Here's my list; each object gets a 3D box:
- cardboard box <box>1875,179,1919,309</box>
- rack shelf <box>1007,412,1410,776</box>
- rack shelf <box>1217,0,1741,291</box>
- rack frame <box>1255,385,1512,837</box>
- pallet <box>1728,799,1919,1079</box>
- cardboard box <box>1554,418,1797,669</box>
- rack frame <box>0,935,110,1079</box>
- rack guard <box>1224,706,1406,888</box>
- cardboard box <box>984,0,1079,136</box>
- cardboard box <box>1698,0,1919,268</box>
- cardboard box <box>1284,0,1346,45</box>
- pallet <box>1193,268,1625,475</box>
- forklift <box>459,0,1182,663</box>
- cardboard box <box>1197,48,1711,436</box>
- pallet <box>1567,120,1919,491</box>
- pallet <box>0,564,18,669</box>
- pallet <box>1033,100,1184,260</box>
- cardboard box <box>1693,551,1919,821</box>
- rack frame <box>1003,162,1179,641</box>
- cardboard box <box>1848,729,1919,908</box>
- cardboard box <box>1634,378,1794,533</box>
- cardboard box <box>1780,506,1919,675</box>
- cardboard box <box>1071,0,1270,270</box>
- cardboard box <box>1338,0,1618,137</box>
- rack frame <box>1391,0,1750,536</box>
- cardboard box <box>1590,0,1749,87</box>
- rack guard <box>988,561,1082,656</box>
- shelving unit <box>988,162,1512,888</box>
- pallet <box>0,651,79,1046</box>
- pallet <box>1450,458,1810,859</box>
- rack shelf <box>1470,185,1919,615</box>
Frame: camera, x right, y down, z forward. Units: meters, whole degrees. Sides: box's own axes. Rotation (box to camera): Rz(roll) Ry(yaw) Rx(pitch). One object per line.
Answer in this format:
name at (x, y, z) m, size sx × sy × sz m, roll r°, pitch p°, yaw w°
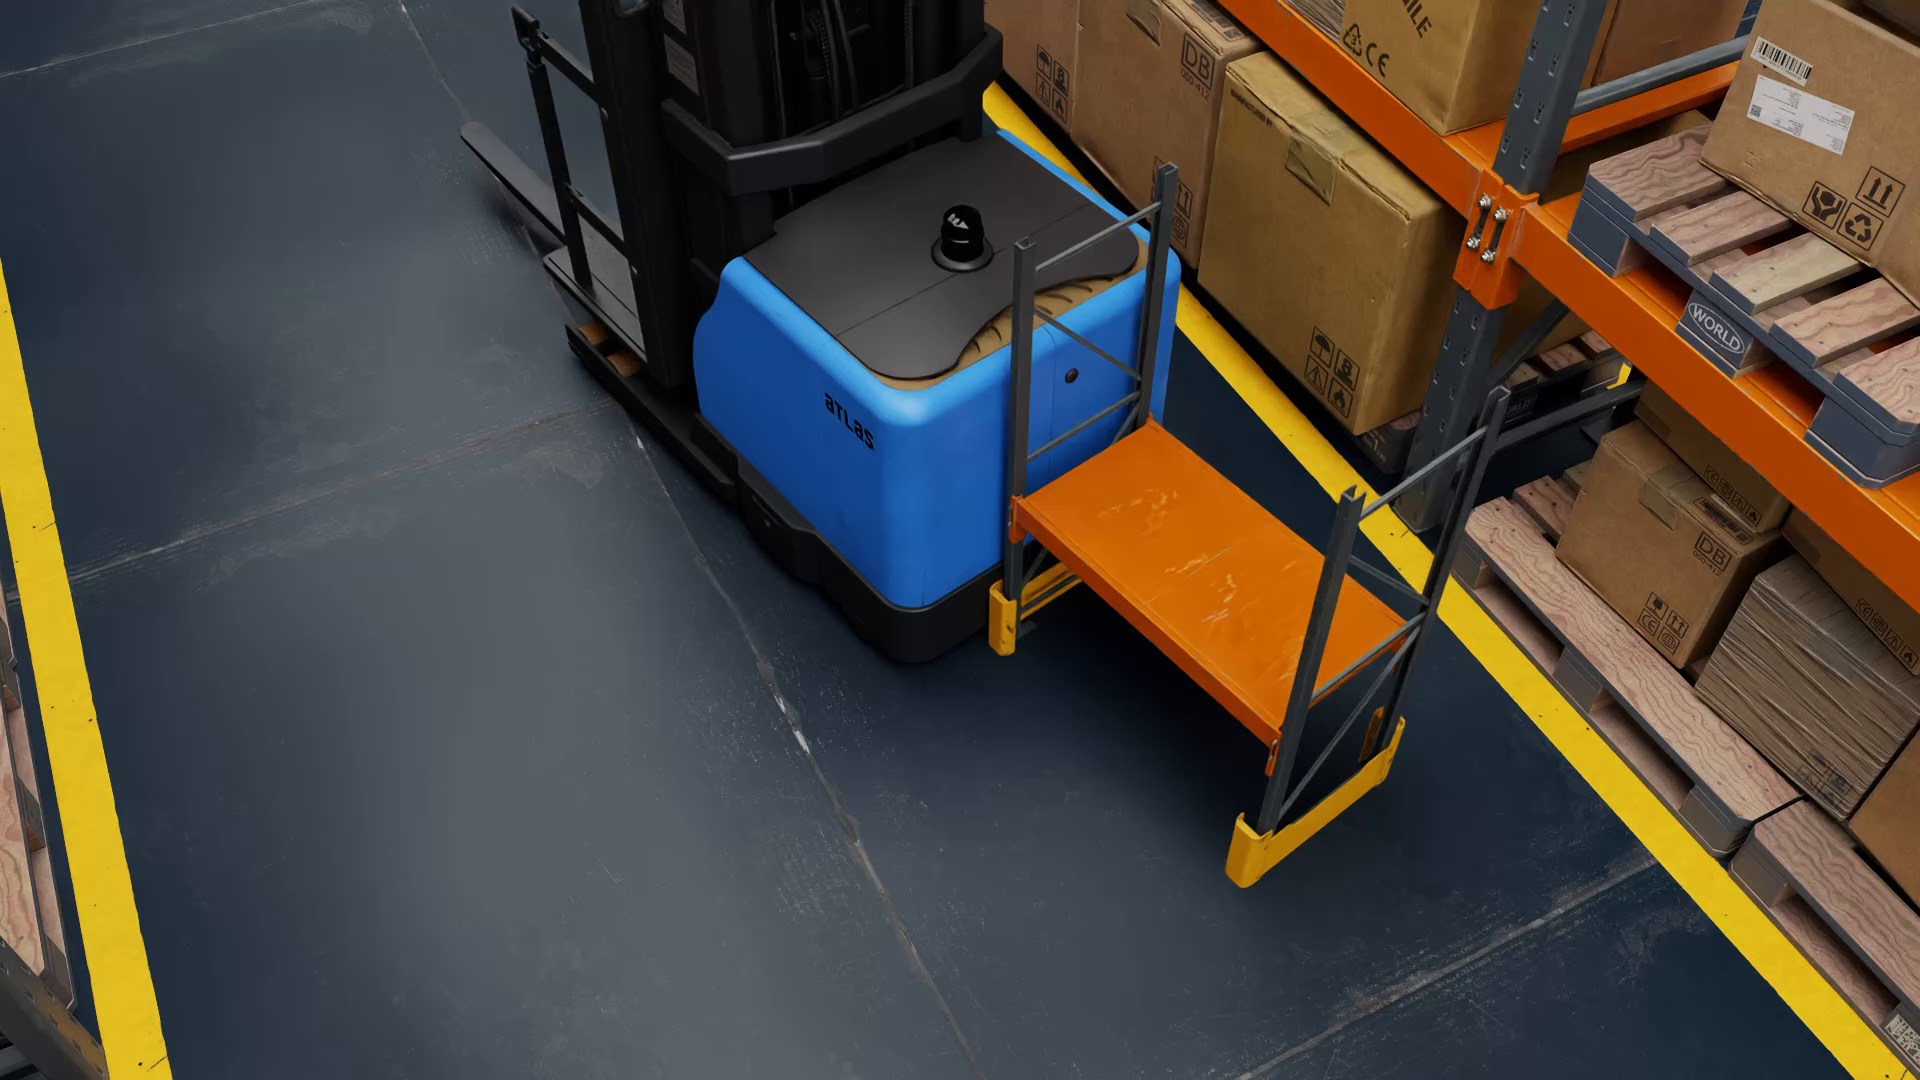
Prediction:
cardboard box at (2.483, -0.698, 3.522) m, size 0.700 × 0.500 × 0.500 m, roll -14°, pitch 50°, yaw -12°
rack shelf at (0.649, 0.111, 4.395) m, size 0.538 × 0.185 × 1.000 m, roll -31°, pitch 56°, yaw -24°
rack shelf at (0.941, -2.315, 5.760) m, size 1.077 × 0.370 × 4.000 m, roll -21°, pitch 52°, yaw -18°
rack frame at (0.969, 0.290, 4.000) m, size 0.500 × 1.500 × 0.032 m, roll -31°, pitch 56°, yaw -24°
pallet at (2.767, 1.044, 4.197) m, size 1.003 × 0.211 × 1.213 m, roll -21°, pitch 52°, yaw -18°
cardboard box at (2.180, -0.094, 4.707) m, size 0.700 × 0.500 × 0.500 m, roll -24°, pitch 53°, yaw -19°
rack frame at (-2.548, 0.493, 2.826) m, size 1.000 × 3.000 × 0.127 m, roll -21°, pitch 52°, yaw -18°
rack guard at (0.957, 0.690, 4.480) m, size 0.587 × 0.250 × 0.087 m, roll -31°, pitch 56°, yaw -24°
cardboard box at (0.746, -2.310, 6.410) m, size 1.225 × 0.875 × 0.875 m, roll -23°, pitch 53°, yaw -19°
cardboard box at (2.139, -1.037, 3.819) m, size 0.500 × 0.500 × 0.500 m, roll -27°, pitch 54°, yaw -22°
cardboard box at (1.187, -1.827, 4.789) m, size 0.500 × 0.500 × 0.500 m, roll -22°, pitch 52°, yaw -18°
pallet at (1.562, -0.849, 5.852) m, size 1.003 × 0.211 × 1.213 m, roll -21°, pitch 52°, yaw -18°
forklift at (-0.696, -1.660, 4.754) m, size 1.130 × 2.935 × 3.031 m, roll -31°, pitch 56°, yaw -24°
cardboard box at (1.559, -1.121, 5.370) m, size 1.225 × 0.875 × 0.875 m, roll -23°, pitch 53°, yaw -19°
pallet at (2.277, -0.710, 4.005) m, size 1.213 × 0.211 × 1.003 m, roll -21°, pitch 52°, yaw -18°
pallet at (-3.500, 0.082, 5.038) m, size 1.003 × 0.211 × 1.213 m, roll -21°, pitch 52°, yaw -18°
pallet at (1.008, -1.664, 6.565) m, size 1.003 × 0.211 × 1.213 m, roll -21°, pitch 52°, yaw -18°
cardboard box at (2.446, 0.273, 4.387) m, size 0.700 × 0.500 × 0.500 m, roll -25°, pitch 53°, yaw -20°
rack frame at (0.330, -0.305, 4.520) m, size 0.500 × 1.500 × 0.032 m, roll -31°, pitch 56°, yaw -24°
cardboard box at (2.711, 0.650, 4.057) m, size 0.700 × 0.500 × 0.500 m, roll -17°, pitch 51°, yaw -15°
cardboard box at (2.189, -0.344, 4.428) m, size 0.500 × 0.250 × 0.500 m, roll -19°, pitch 52°, yaw -16°
cardboard box at (2.441, 0.008, 4.121) m, size 0.500 × 0.250 × 0.500 m, roll -16°, pitch 51°, yaw -13°
cardboard box at (1.158, -1.720, 5.894) m, size 1.225 × 0.875 × 0.875 m, roll -21°, pitch 52°, yaw -17°
cardboard box at (1.410, -1.491, 4.495) m, size 0.500 × 0.500 × 0.500 m, roll -20°, pitch 52°, yaw -16°
rack frame at (1.856, -1.213, 4.318) m, size 1.000 × 3.000 × 0.127 m, roll -21°, pitch 52°, yaw -18°
cardboard box at (1.876, -1.665, 4.647) m, size 0.500 × 0.500 × 0.500 m, roll -20°, pitch 52°, yaw -16°
rack guard at (0.330, 0.108, 4.990) m, size 0.587 × 0.250 × 0.087 m, roll -31°, pitch 56°, yaw -24°
shelving unit at (0.644, -0.013, 4.265) m, size 0.587 × 1.500 × 1.083 m, roll -31°, pitch 56°, yaw -24°
pallet at (-2.946, 0.898, 4.325) m, size 1.003 × 0.211 × 1.213 m, roll -21°, pitch 52°, yaw -18°
pallet at (2.212, 0.228, 4.910) m, size 1.003 × 0.211 × 1.213 m, roll -21°, pitch 52°, yaw -18°
rack shelf at (2.771, 0.362, 3.418) m, size 1.077 × 0.370 × 4.000 m, roll -21°, pitch 52°, yaw -18°
